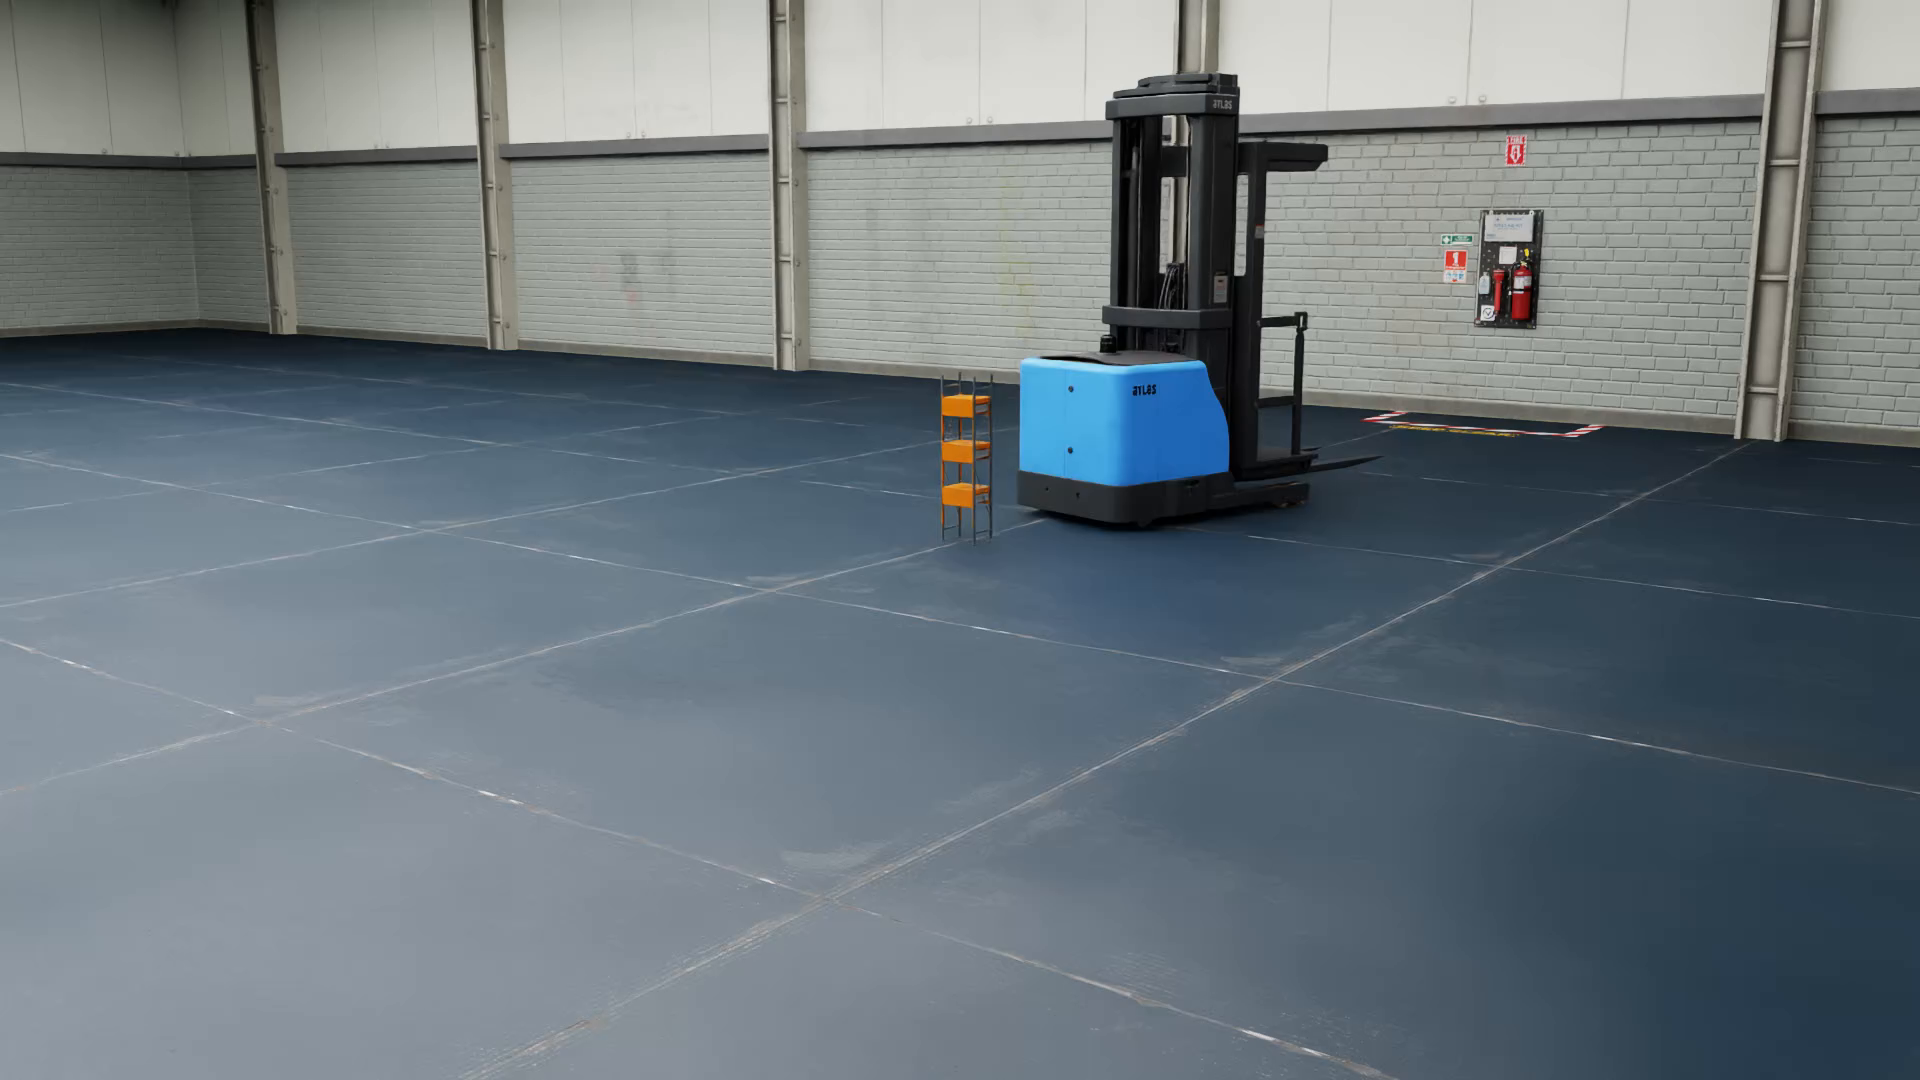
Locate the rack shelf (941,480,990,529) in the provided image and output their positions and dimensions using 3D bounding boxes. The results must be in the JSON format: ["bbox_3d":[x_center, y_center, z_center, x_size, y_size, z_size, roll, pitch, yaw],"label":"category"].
[{"bbox_3d":[0.043,-0.226,10.454,0.240,0.259,0.215,8,13,36],"label":"rack shelf"}]

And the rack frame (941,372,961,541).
[{"bbox_3d":[-0.055,-0.523,10.470,0.008,1.050,0.200,8,13,36],"label":"rack frame"}]

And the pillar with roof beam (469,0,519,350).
[{"bbox_3d":[-9.642,-6.725,21.600,0.400,9.000,9.100,8,13,36],"label":"pillar with roof beam"}]

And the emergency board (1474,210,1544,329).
[{"bbox_3d":[5.445,-2.699,16.583,0.643,1.169,0.194,8,13,36],"label":"emergency board"}]

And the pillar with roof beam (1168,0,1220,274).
[{"bbox_3d":[0.030,-5.376,14.627,0.400,9.000,9.100,8,13,36],"label":"pillar with roof beam"}]

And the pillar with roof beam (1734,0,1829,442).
[{"bbox_3d":[4.866,-4.701,11.140,0.400,9.000,9.100,8,13,36],"label":"pillar with roof beam"}]

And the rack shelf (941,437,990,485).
[{"bbox_3d":[0.043,-0.499,10.401,0.240,0.259,0.215,8,13,36],"label":"rack shelf"}]

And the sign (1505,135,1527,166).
[{"bbox_3d":[5.497,-3.853,16.446,0.199,0.298,0.001,8,13,36],"label":"sign"}]

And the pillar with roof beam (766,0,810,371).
[{"bbox_3d":[-4.806,-6.051,18.113,0.400,9.000,9.100,8,13,36],"label":"pillar with roof beam"}]

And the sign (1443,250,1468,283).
[{"bbox_3d":[5.060,-2.794,16.982,0.234,0.329,0.001,8,13,36],"label":"sign"}]

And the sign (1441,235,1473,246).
[{"bbox_3d":[5.058,-3.053,16.922,0.331,0.109,0.001,8,13,36],"label":"sign"}]

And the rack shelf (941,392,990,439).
[{"bbox_3d":[0.043,-0.778,10.347,0.240,0.259,0.215,8,13,36],"label":"rack shelf"}]

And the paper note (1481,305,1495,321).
[{"bbox_3d":[5.343,-2.297,16.824,0.142,0.148,0.016,8,13,36],"label":"paper note"}]

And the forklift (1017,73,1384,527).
[{"bbox_3d":[1.852,-1.728,11.746,3.031,2.935,1.130,-9,14,-39],"label":"forklift"}]

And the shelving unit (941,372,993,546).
[{"bbox_3d":[0.043,-0.509,10.399,0.252,1.050,0.215,8,13,36],"label":"shelving unit"}]

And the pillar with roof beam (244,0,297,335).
[{"bbox_3d":[-14.478,-7.400,25.087,0.400,9.000,9.100,8,13,36],"label":"pillar with roof beam"}]

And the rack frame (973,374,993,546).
[{"bbox_3d":[0.141,-0.496,10.328,0.008,1.050,0.200,8,13,36],"label":"rack frame"}]
